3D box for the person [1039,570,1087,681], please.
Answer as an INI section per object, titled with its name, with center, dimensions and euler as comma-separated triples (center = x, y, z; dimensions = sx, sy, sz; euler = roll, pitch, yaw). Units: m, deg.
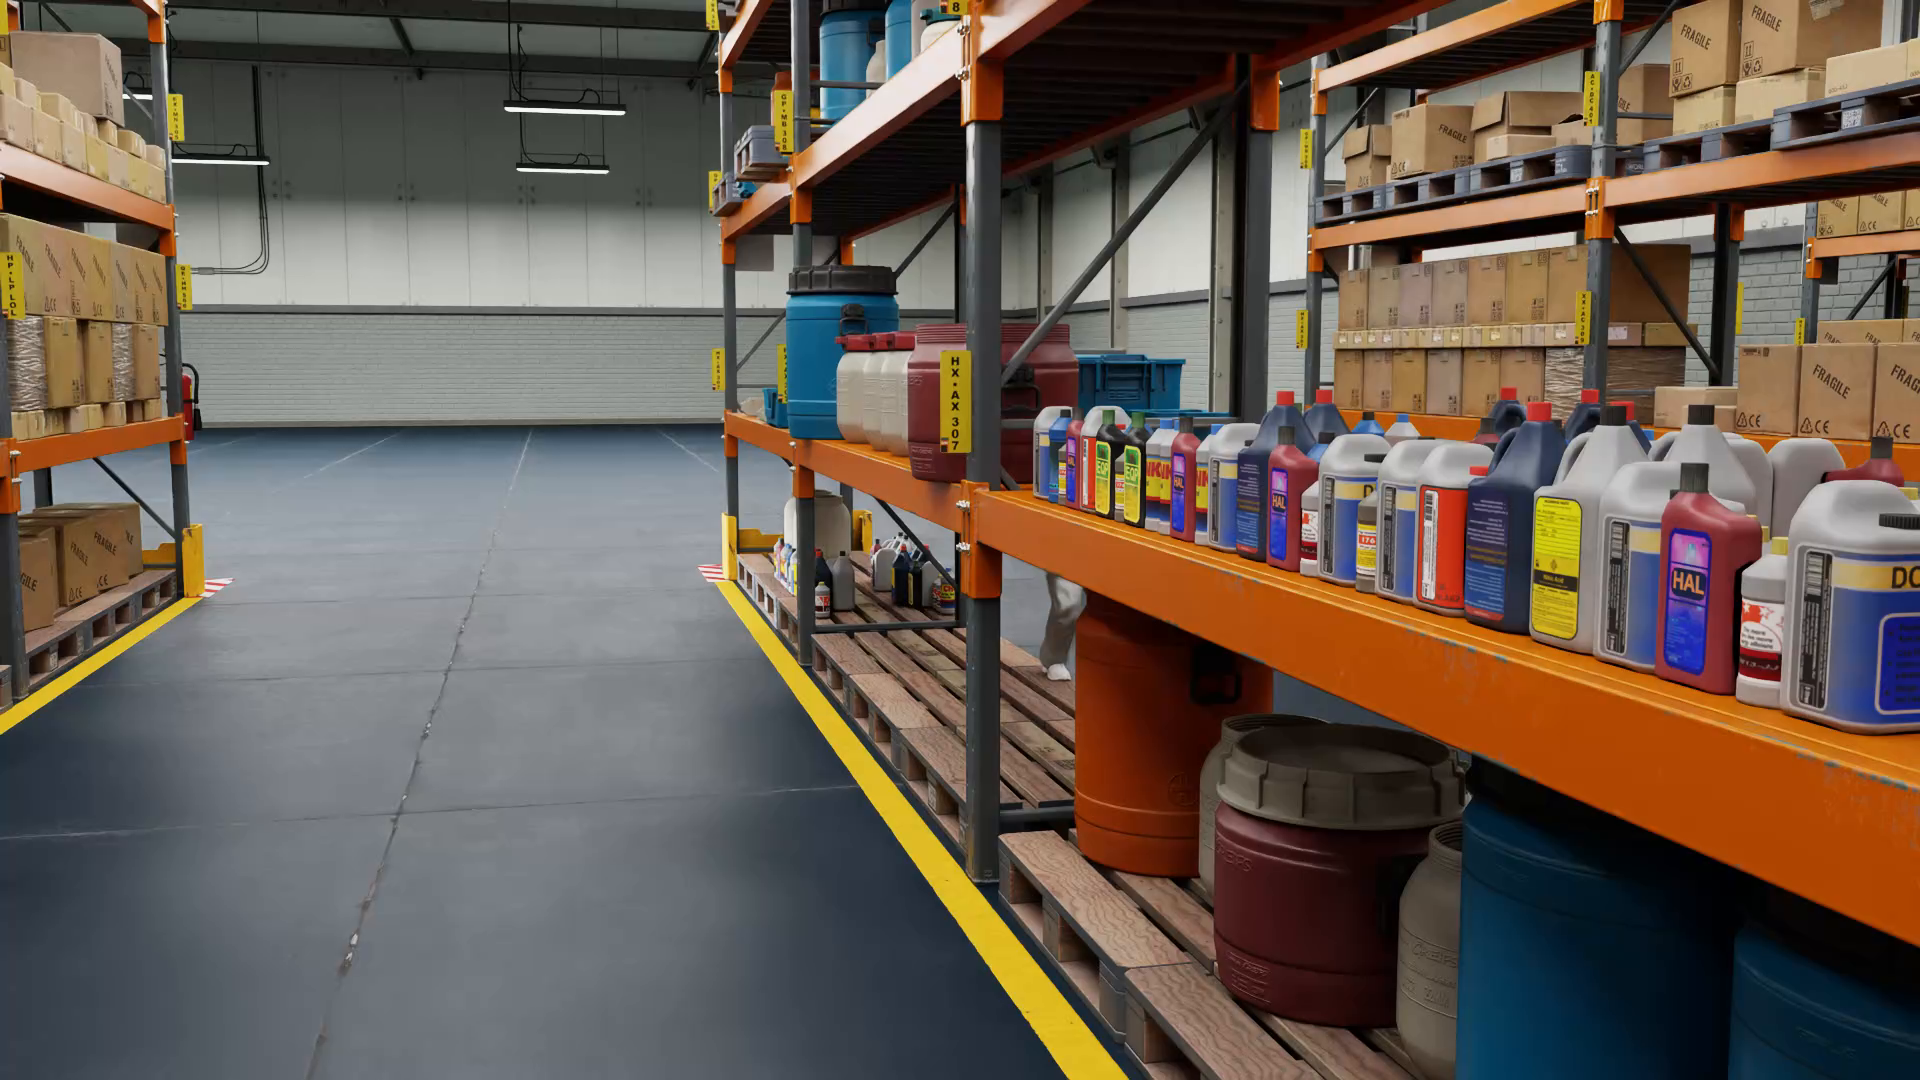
[person]
center = 0.605, 0.067, 7.889
dimensions = 0.464, 1.606, 0.490
euler = -1, 6, -12
